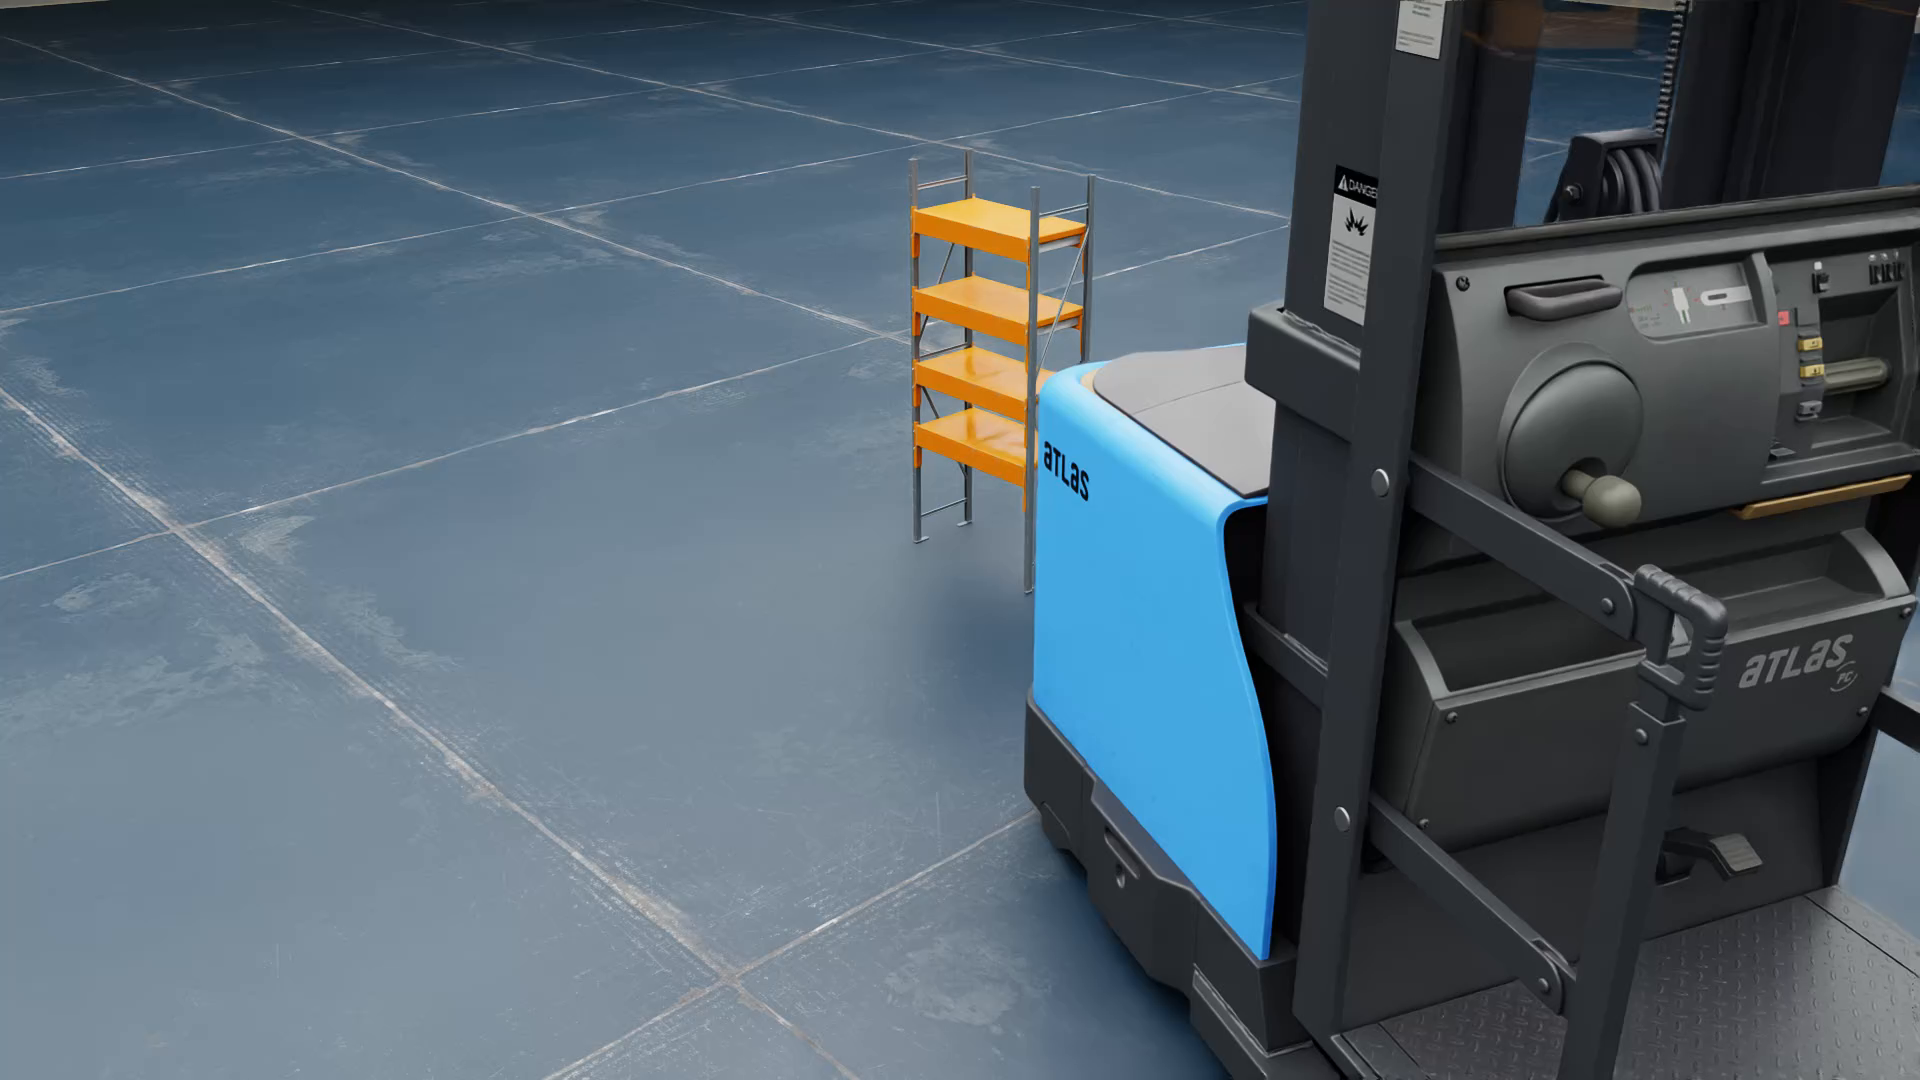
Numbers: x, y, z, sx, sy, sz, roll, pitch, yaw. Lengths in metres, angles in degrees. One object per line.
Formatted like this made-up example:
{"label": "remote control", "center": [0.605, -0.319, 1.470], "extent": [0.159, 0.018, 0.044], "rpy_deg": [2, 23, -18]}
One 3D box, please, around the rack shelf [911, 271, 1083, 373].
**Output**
{"label": "rack shelf", "center": [0.113, -0.638, 4.826], "extent": [0.258, 0.148, 0.480], "rpy_deg": [-21, 32, -38]}

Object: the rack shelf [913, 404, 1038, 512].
{"label": "rack shelf", "center": [0.113, -0.254, 5.001], "extent": [0.258, 0.148, 0.480], "rpy_deg": [-21, 32, -38]}

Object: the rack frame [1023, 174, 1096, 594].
{"label": "rack frame", "center": [0.280, -0.422, 4.729], "extent": [0.240, 1.200, 0.015], "rpy_deg": [-21, 32, -38]}

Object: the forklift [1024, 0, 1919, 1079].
{"label": "forklift", "center": [1.166, -0.221, 2.204], "extent": [1.130, 2.935, 3.031], "rpy_deg": [-9, 26, -20]}

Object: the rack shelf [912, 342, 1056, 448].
{"label": "rack shelf", "center": [0.113, -0.435, 4.919], "extent": [0.258, 0.148, 0.480], "rpy_deg": [-21, 32, -38]}

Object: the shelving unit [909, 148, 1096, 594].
{"label": "shelving unit", "center": [0.113, -0.496, 4.891], "extent": [0.258, 1.200, 0.503], "rpy_deg": [-21, 32, -38]}

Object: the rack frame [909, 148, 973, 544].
{"label": "rack frame", "center": [-0.054, -0.570, 5.053], "extent": [0.240, 1.200, 0.015], "rpy_deg": [-21, 32, -38]}

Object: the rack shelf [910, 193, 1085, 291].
{"label": "rack shelf", "center": [0.113, -0.853, 4.728], "extent": [0.258, 0.148, 0.480], "rpy_deg": [-21, 32, -38]}
